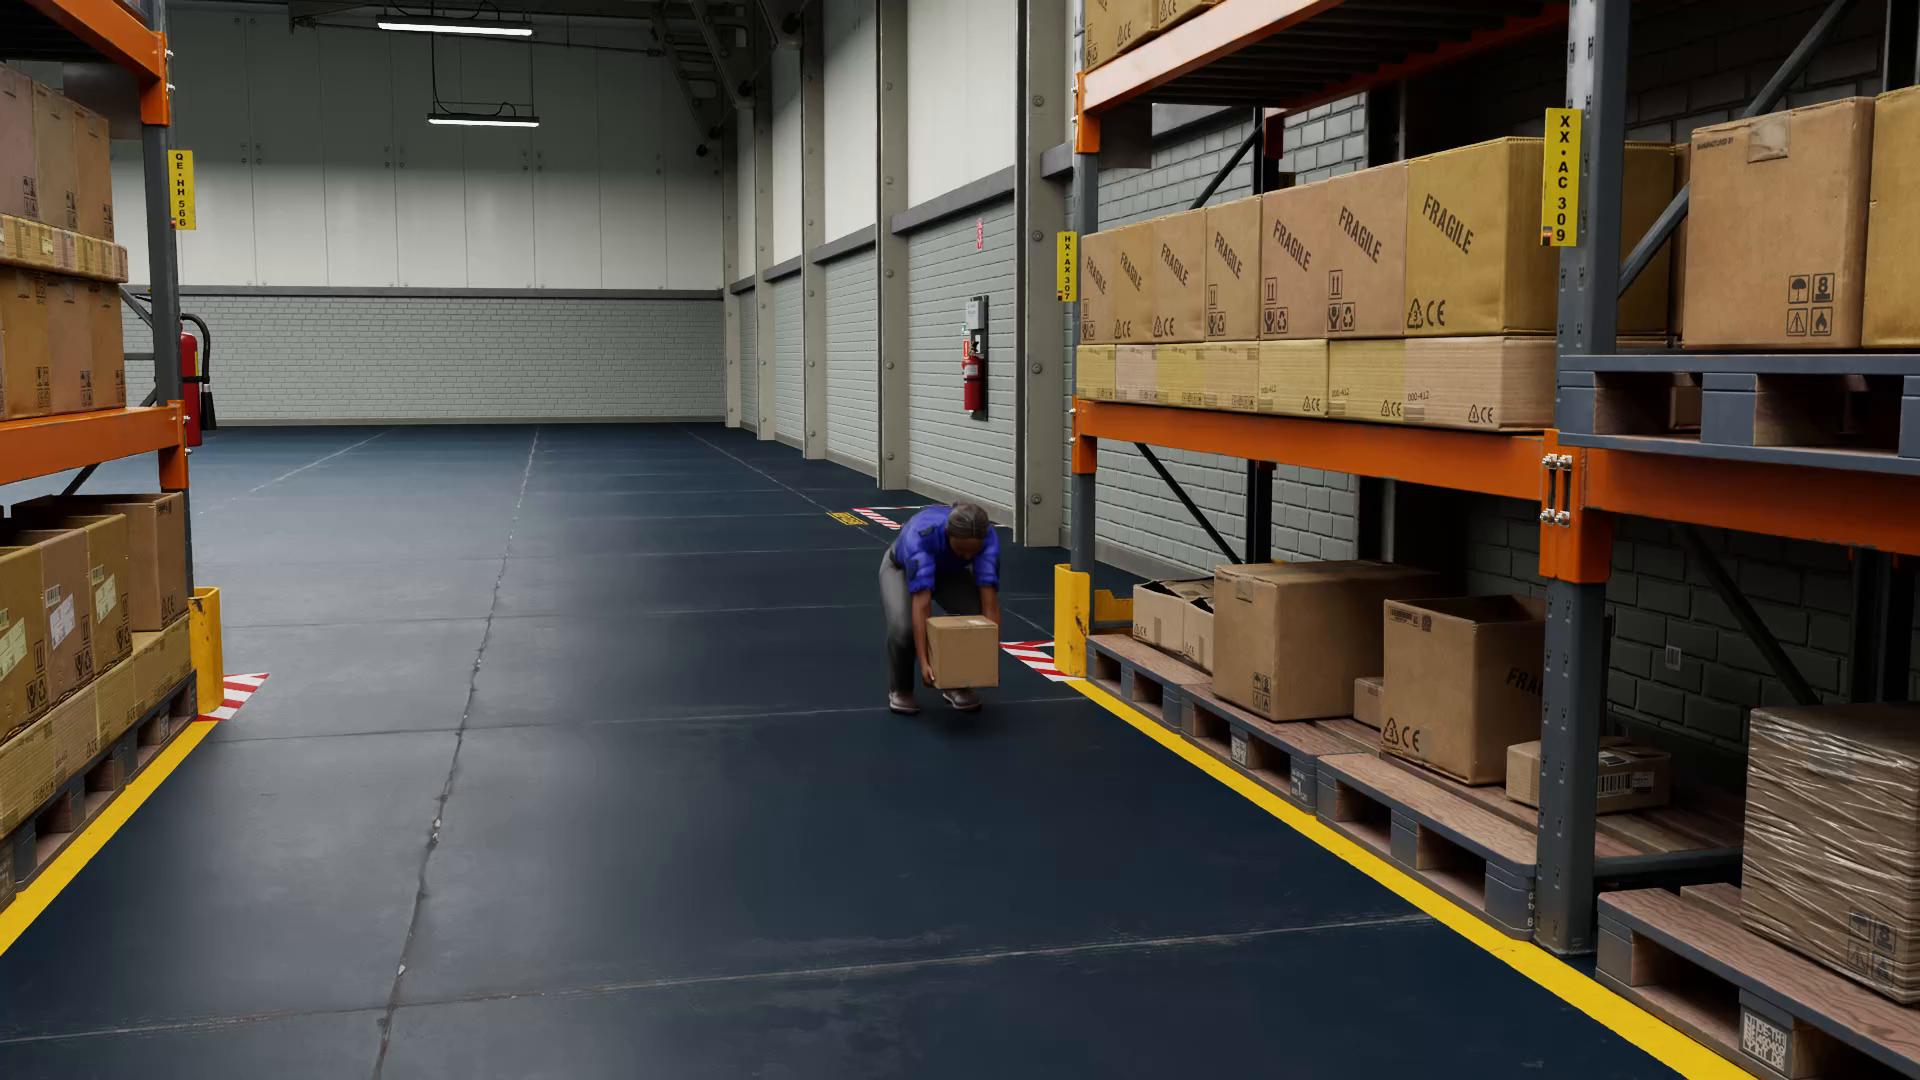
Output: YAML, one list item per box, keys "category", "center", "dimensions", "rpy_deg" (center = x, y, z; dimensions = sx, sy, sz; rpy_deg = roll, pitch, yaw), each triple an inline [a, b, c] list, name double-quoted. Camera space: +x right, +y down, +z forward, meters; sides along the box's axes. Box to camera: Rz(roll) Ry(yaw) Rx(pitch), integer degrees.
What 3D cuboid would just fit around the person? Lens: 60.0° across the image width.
- category: "person"
  center: [-0.075, 0.287, 7.010]
  dimensions: [0.472, 0.921, 0.870]
  rpy_deg: [-2, 6, -16]
